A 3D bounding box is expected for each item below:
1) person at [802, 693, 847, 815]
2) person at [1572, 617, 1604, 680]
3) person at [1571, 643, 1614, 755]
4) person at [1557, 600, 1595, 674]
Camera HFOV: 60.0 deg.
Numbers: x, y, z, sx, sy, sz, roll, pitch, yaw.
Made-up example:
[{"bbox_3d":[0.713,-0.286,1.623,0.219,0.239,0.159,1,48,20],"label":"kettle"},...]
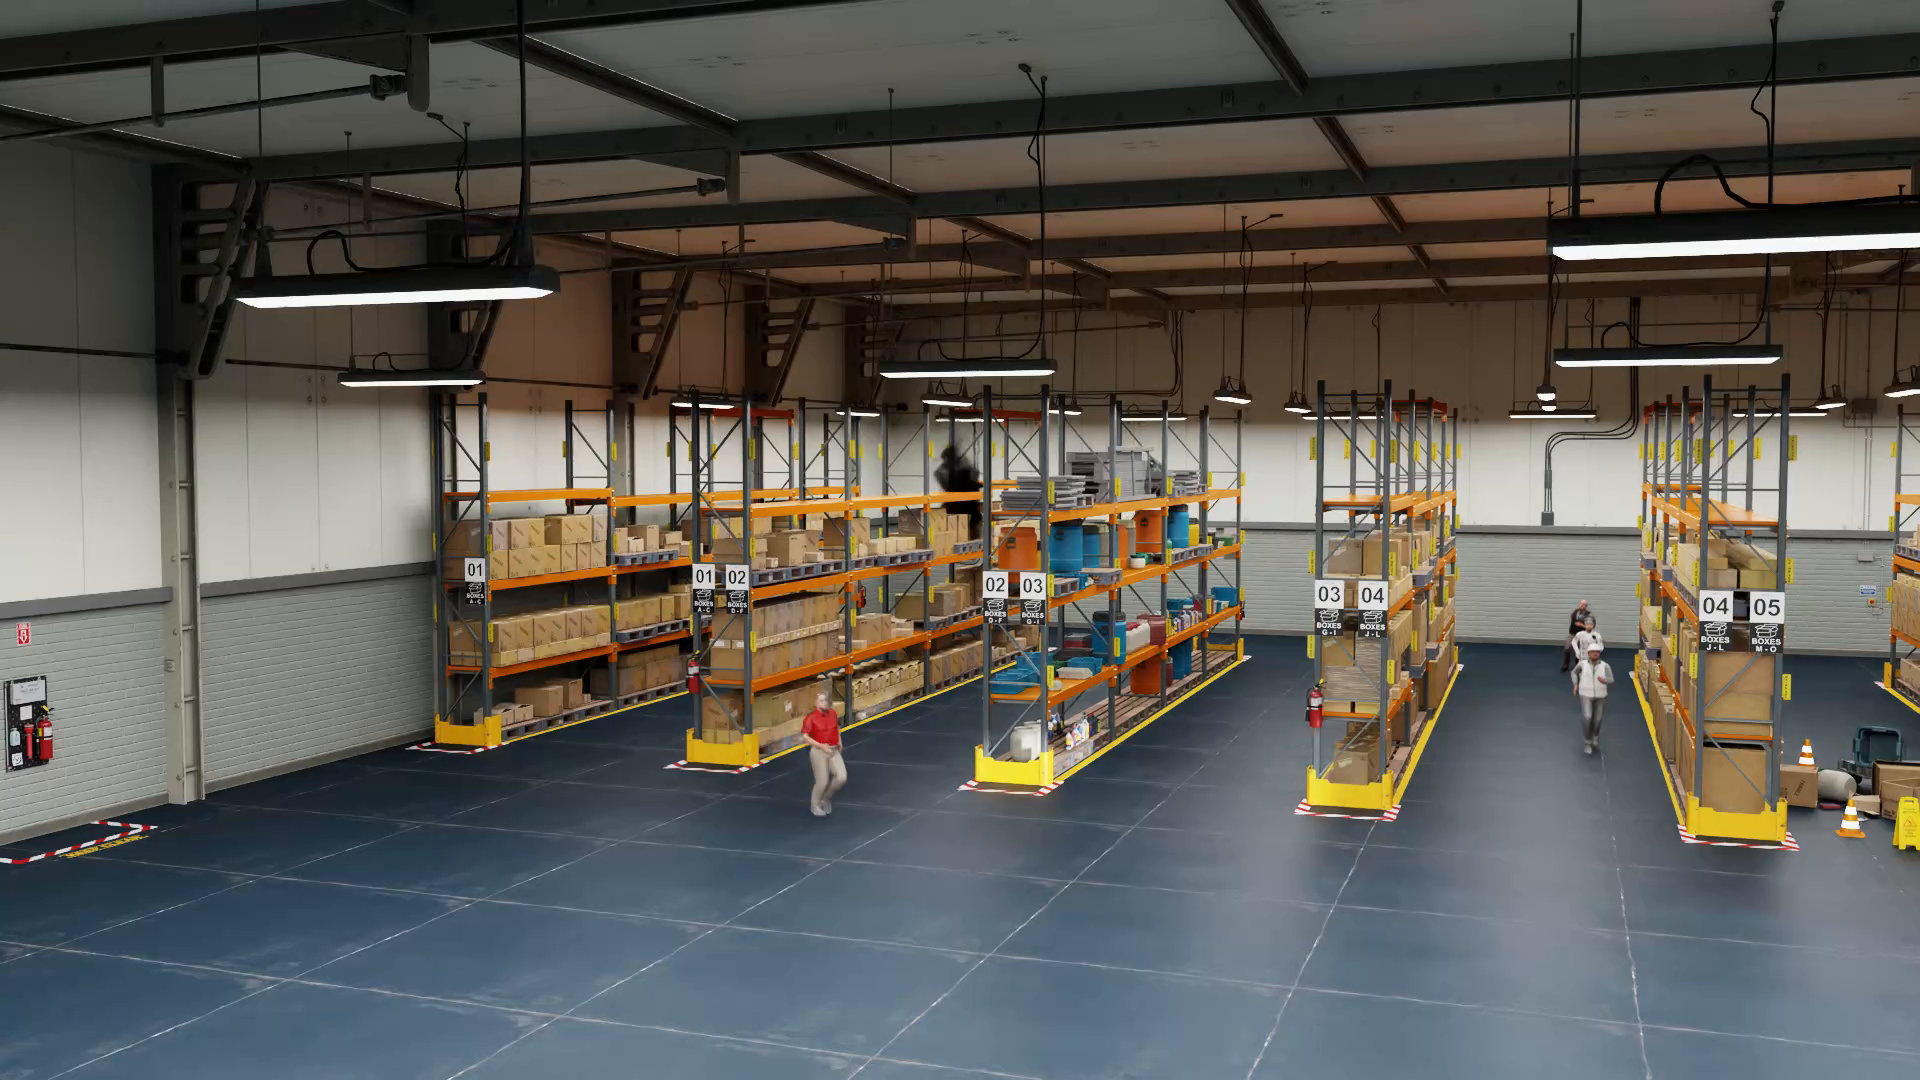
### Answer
[{"bbox_3d":[-1.834,2.945,22.813,0.675,1.678,0.594,-2,4,-39],"label":"person"},{"bbox_3d":[12.486,2.403,33.072,0.590,1.737,0.659,1,3,18],"label":"person"},{"bbox_3d":[10.563,2.632,27.760,0.635,1.828,0.801,1,3,12],"label":"person"},{"bbox_3d":[13.940,2.189,37.434,0.775,1.722,0.695,3,4,41],"label":"person"}]
